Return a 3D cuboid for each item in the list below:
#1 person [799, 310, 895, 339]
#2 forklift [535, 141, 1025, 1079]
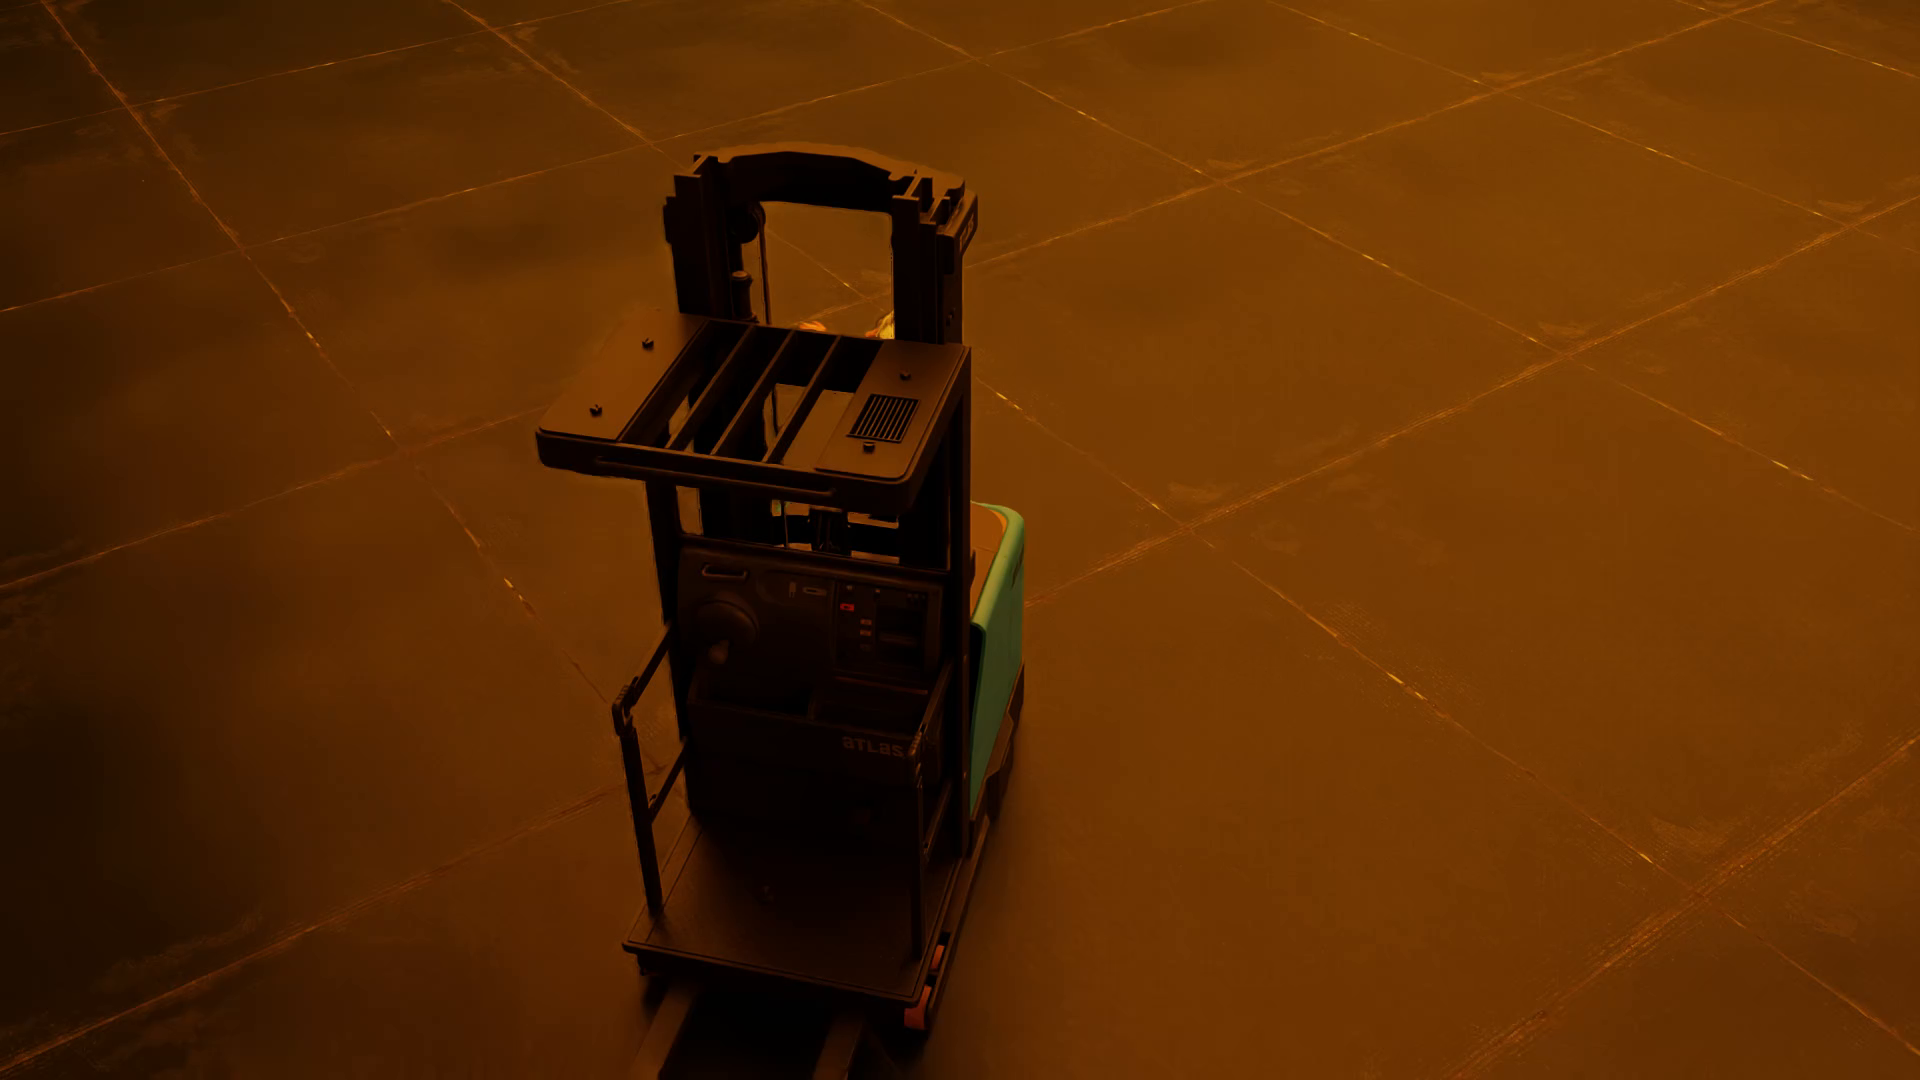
[{"bbox_3d":[-0.355,-0.723,8.017,0.843,1.609,0.837,-7,37,-10],"label":"person"},{"bbox_3d":[-0.564,0.338,5.487,1.130,2.935,3.031,8,37,11],"label":"forklift"}]
